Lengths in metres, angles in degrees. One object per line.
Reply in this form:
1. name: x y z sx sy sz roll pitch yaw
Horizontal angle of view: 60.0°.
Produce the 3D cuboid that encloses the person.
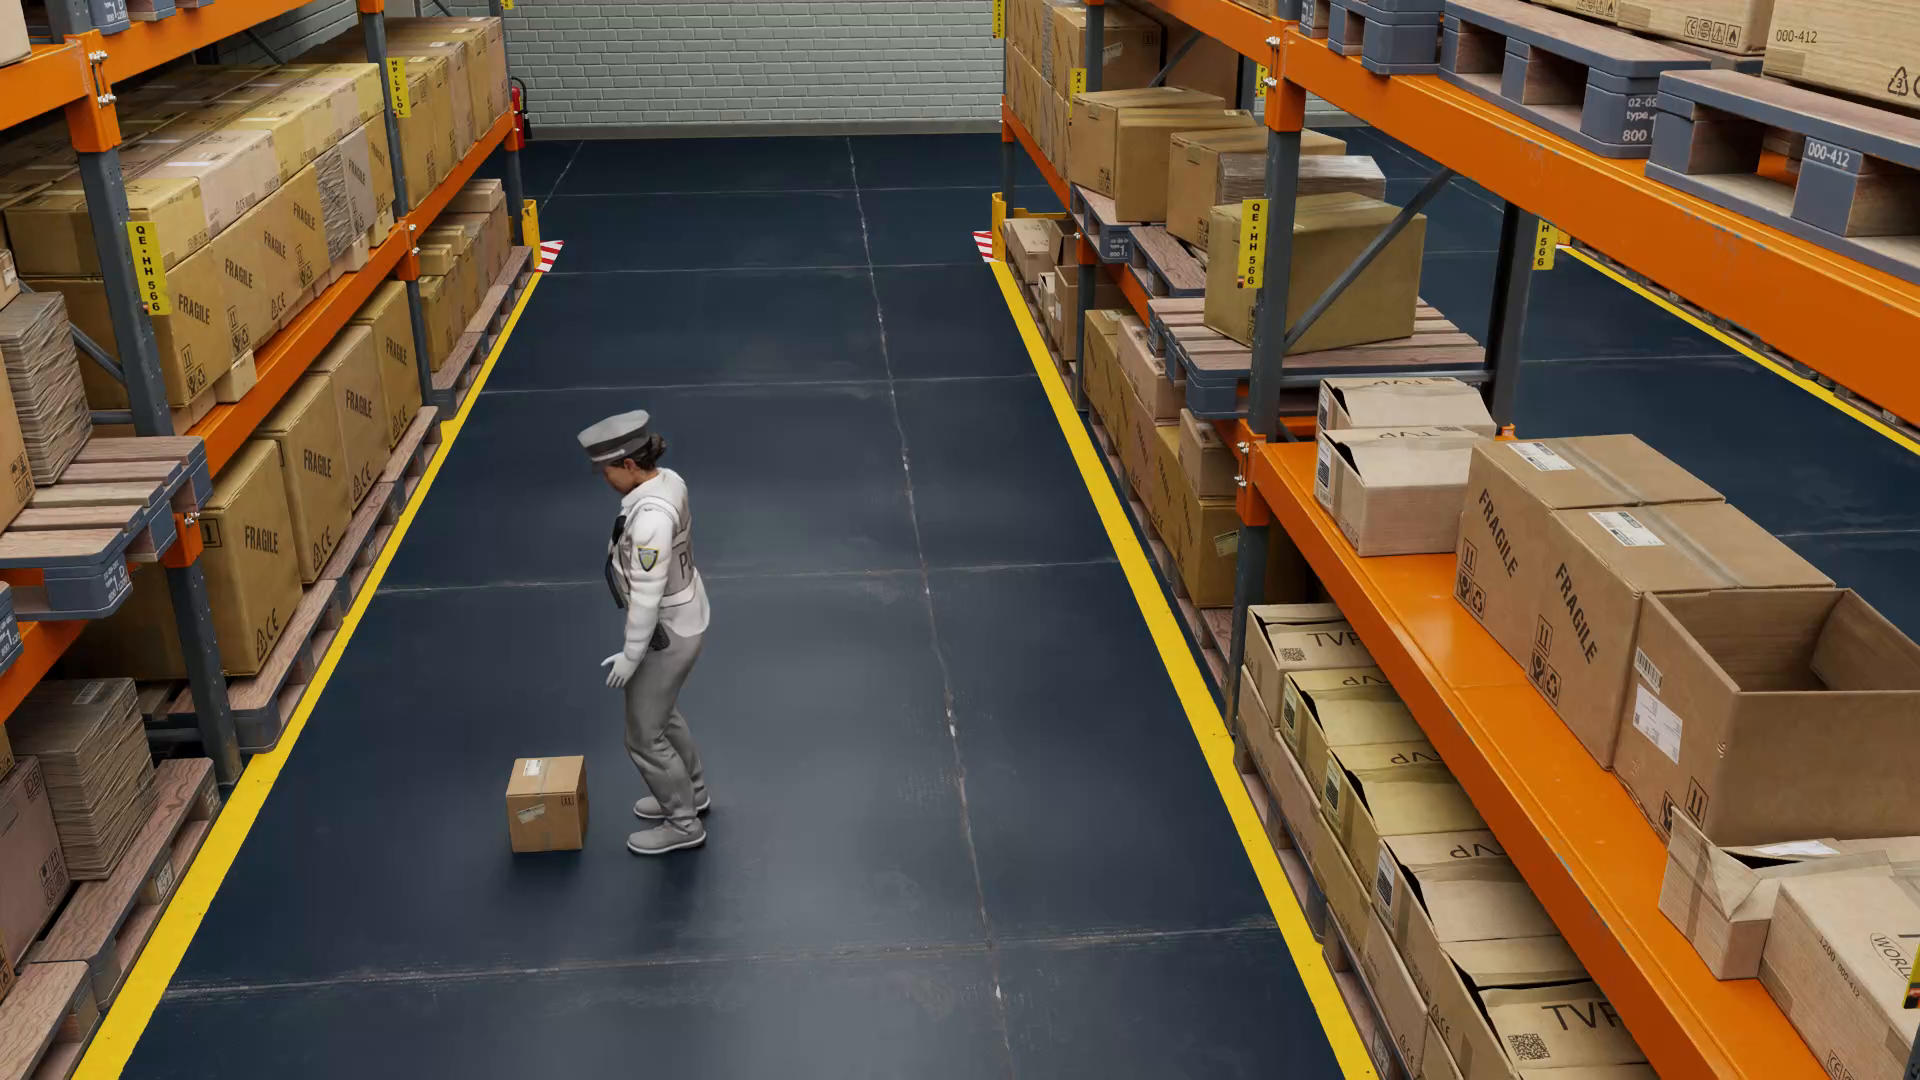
1. person: -1.079 0.341 5.868 0.396 1.648 0.488 -2 24 -4
